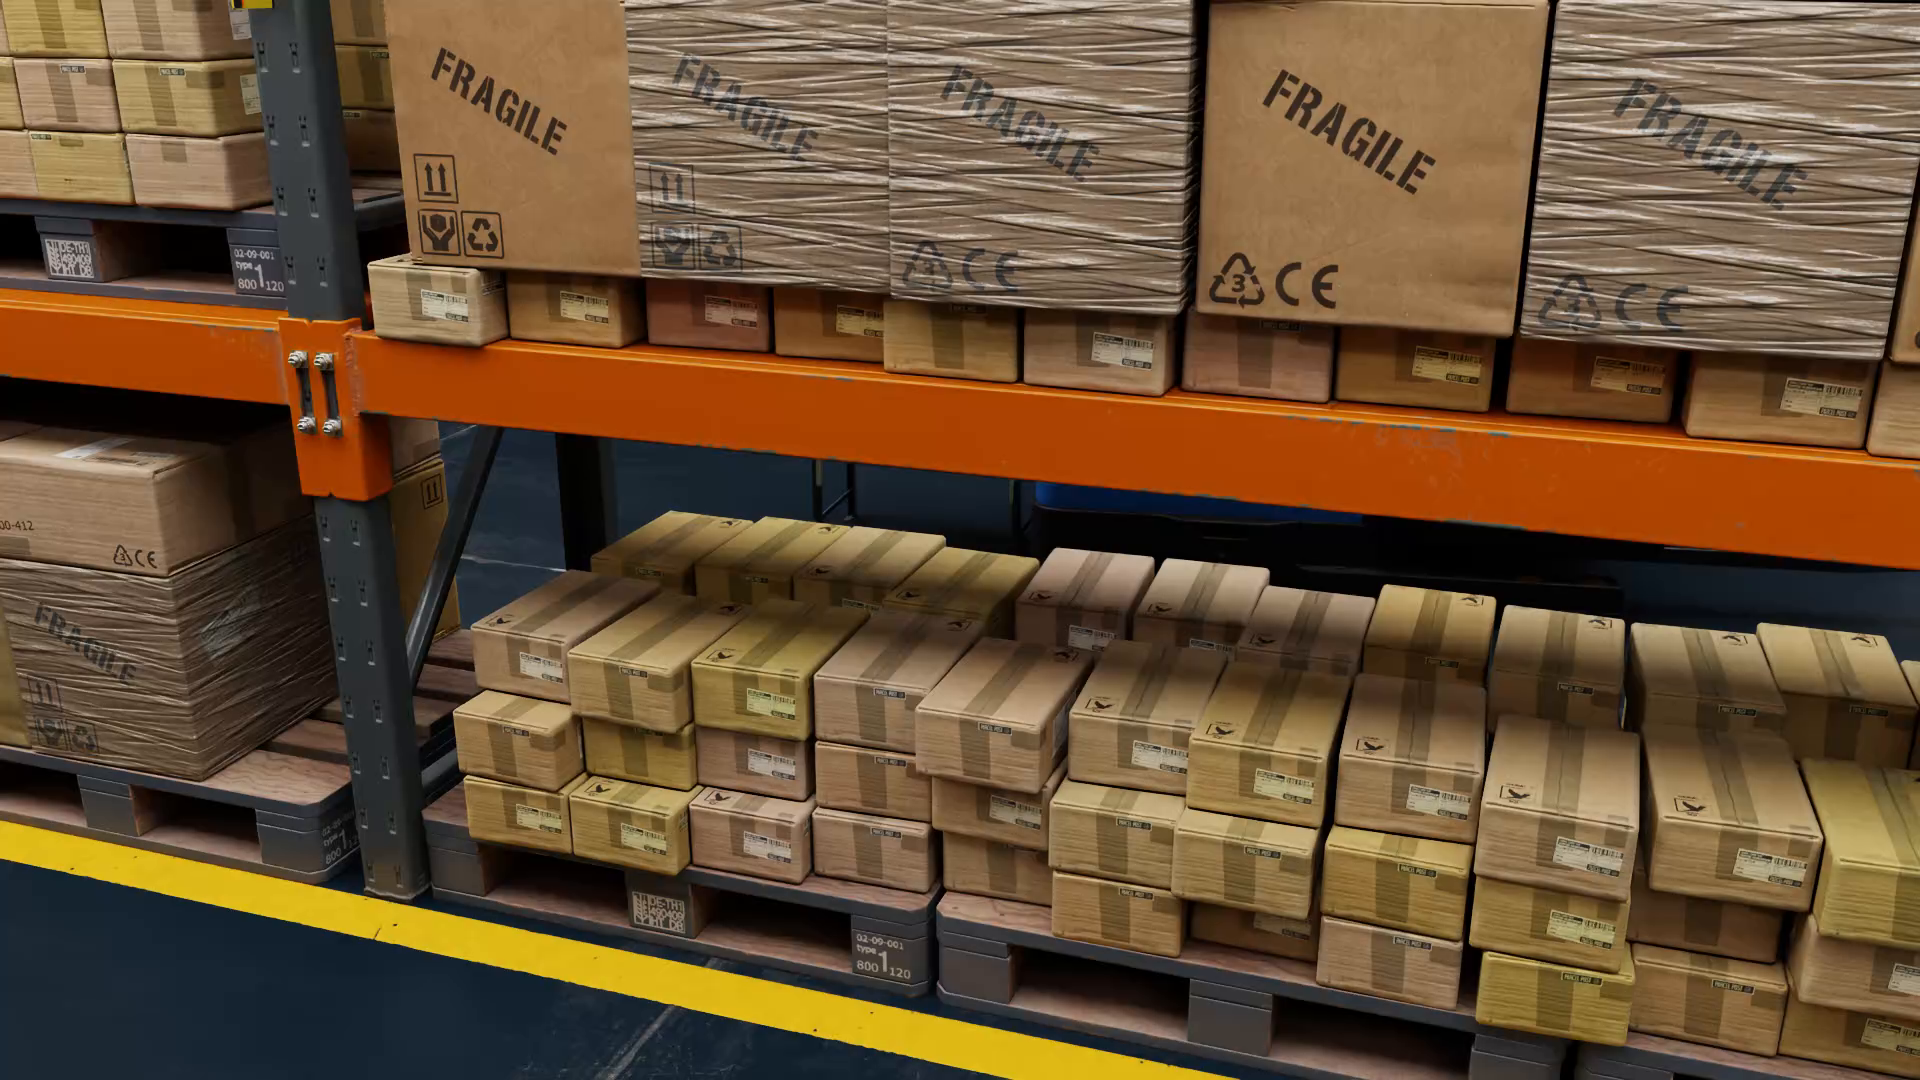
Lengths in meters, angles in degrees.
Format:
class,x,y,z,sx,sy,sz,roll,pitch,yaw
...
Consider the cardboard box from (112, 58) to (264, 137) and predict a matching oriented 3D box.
class,x,y,z,sx,sy,sz,roll,pitch,yaw
cardboard box,-1.566,-0.962,3.570,0.250,0.149,0.380,7,20,20

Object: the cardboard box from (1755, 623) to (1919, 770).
class,x,y,z,sx,sy,sz,roll,pitch,yaw
cardboard box,1.774,0.317,3.398,0.250,0.149,0.380,6,20,18

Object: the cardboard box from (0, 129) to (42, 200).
class,x,y,z,sx,sy,sz,roll,pitch,yaw
cardboard box,-2.046,-0.876,3.777,0.250,0.149,0.380,6,20,18

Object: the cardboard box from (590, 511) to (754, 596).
class,x,y,z,sx,sy,sz,roll,pitch,yaw
cardboard box,-0.704,0.064,4.124,0.250,0.149,0.380,7,20,20

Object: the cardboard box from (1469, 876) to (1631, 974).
class,x,y,z,sx,sy,sz,roll,pitch,yaw
cardboard box,1.076,0.604,3.029,0.250,0.149,0.380,7,20,19

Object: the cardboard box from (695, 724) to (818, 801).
class,x,y,z,sx,sy,sz,roll,pitch,yaw
cardboard box,-0.377,0.401,3.611,0.250,0.149,0.380,6,20,18

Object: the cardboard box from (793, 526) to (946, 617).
class,x,y,z,sx,sy,sz,roll,pitch,yaw
cardboard box,-0.212,0.104,4.009,0.250,0.149,0.380,6,20,18

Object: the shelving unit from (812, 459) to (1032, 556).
class,x,y,z,sx,sy,sz,roll,pitch,yaw
shelving unit,-0.108,-0.707,5.825,0.755,1.500,0.431,5,20,15

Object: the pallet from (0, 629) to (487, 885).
class,x,y,z,sx,sy,sz,roll,pitch,yaw
pallet,-1.861,0.473,4.398,1.213,0.211,1.003,7,20,18

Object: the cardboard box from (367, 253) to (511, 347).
class,x,y,z,sx,sy,sz,roll,pitch,yaw
cardboard box,-0.965,-0.509,3.361,0.250,0.149,0.380,7,21,20

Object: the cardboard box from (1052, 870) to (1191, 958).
class,x,y,z,sx,sy,sz,roll,pitch,yaw
cardboard box,0.352,0.655,3.334,0.250,0.149,0.380,6,20,17

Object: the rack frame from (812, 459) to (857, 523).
class,x,y,z,sx,sy,sz,roll,pitch,yaw
rack frame,-0.460,-0.739,5.919,0.023,1.500,0.400,5,20,15

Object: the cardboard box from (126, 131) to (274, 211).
class,x,y,z,sx,sy,sz,roll,pitch,yaw
cardboard box,-1.565,-0.821,3.618,0.250,0.149,0.380,6,20,17

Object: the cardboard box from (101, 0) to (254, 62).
class,x,y,z,sx,sy,sz,roll,pitch,yaw
cardboard box,-1.568,-1.103,3.524,0.250,0.149,0.380,8,21,21

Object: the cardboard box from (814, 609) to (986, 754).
class,x,y,z,sx,sy,sz,roll,pitch,yaw
cardboard box,-0.118,0.290,3.477,0.250,0.149,0.380,6,20,17

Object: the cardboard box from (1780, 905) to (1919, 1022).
class,x,y,z,sx,sy,sz,roll,pitch,yaw
cardboard box,1.570,0.656,2.880,0.250,0.149,0.380,6,20,16

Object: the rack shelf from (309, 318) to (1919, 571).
class,x,y,z,sx,sy,sz,roll,pitch,yaw
rack shelf,0.764,-0.204,3.198,4.000,0.370,1.077,7,20,18

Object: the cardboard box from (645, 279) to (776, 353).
class,x,y,z,sx,sy,sz,roll,pitch,yaw
cardboard box,-0.428,-0.492,3.312,0.250,0.149,0.380,6,20,16

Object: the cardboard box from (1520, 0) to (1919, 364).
class,x,y,z,sx,sy,sz,roll,pitch,yaw
cardboard box,1.177,-0.593,2.617,0.500,0.500,0.500,7,20,18

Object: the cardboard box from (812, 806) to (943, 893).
class,x,y,z,sx,sy,sz,roll,pitch,yaw
cardboard box,-0.127,0.578,3.553,0.250,0.149,0.380,6,20,17

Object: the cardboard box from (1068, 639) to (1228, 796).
class,x,y,z,sx,sy,sz,roll,pitch,yaw
cardboard box,0.380,0.346,3.314,0.250,0.149,0.380,6,20,16

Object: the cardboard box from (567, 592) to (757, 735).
class,x,y,z,sx,sy,sz,roll,pitch,yaw
cardboard box,-0.627,0.257,3.572,0.250,0.149,0.380,8,21,21

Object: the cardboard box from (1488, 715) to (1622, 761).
class,x,y,z,sx,sy,sz,roll,pitch,yaw
cardboard box,1.254,0.436,3.508,0.250,0.149,0.380,6,20,15

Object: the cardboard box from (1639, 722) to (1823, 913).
class,x,y,z,sx,sy,sz,roll,pitch,yaw
cardboard box,1.341,0.479,2.933,0.250,0.149,0.380,6,20,16

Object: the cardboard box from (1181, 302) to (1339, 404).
class,x,y,z,sx,sy,sz,roll,pitch,yaw
cardboard box,0.563,-0.367,2.955,0.250,0.149,0.380,7,21,20

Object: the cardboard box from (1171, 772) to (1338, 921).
class,x,y,z,sx,sy,sz,roll,pitch,yaw
cardboard box,0.571,0.549,3.185,0.250,0.149,0.380,7,20,19

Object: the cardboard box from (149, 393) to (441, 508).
class,x,y,z,sx,sy,sz,roll,pitch,yaw
cardboard box,-1.737,-0.294,4.383,0.500,0.250,0.500,6,20,16

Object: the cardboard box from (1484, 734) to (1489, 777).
class,x,y,z,sx,sy,sz,roll,pitch,yaw
cardboard box,1.068,0.523,3.713,0.250,0.149,0.380,6,20,15

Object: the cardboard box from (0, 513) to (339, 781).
class,x,y,z,sx,sy,sz,roll,pitch,yaw
cardboard box,-1.907,0.220,4.046,0.500,0.500,0.500,6,20,17

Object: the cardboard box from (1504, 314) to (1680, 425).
class,x,y,z,sx,sy,sz,roll,pitch,yaw
cardboard box,1.065,-0.323,2.828,0.250,0.149,0.380,6,20,16

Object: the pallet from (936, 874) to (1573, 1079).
class,x,y,z,sx,sy,sz,roll,pitch,yaw
pallet,0.677,0.749,3.605,1.213,0.211,1.003,7,20,18

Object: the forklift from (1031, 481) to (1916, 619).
class,x,y,z,sx,sy,sz,roll,pitch,yaw
forklift,1.802,-1.282,5.302,3.031,2.935,1.130,3,19,9

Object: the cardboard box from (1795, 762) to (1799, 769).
class,x,y,z,sx,sy,sz,roll,pitch,yaw
cardboard box,1.742,0.497,3.335,0.250,0.149,0.380,7,20,19

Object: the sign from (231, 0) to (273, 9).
class,x,y,z,sx,sy,sz,roll,pitch,yaw
sign,-1.304,-1.134,3.013,0.005,0.325,0.100,7,20,18

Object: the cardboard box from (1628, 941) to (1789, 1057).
class,x,y,z,sx,sy,sz,roll,pitch,yaw
cardboard box,1.353,0.754,3.050,0.250,0.149,0.380,7,20,19

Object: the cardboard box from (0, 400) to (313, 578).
class,x,y,z,sx,sy,sz,roll,pitch,yaw
cardboard box,-1.912,-0.134,3.924,0.500,0.250,0.500,6,20,17

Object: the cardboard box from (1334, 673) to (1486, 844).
class,x,y,z,sx,sy,sz,roll,pitch,yaw
cardboard box,0.857,0.405,3.147,0.250,0.149,0.380,6,20,16

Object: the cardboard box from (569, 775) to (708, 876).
class,x,y,z,sx,sy,sz,roll,pitch,yaw
cardboard box,-0.635,0.556,3.618,0.250,0.149,0.380,7,20,20

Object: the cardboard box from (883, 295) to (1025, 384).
class,x,y,z,sx,sy,sz,roll,pitch,yaw
cardboard box,0.044,-0.413,3.086,0.250,0.149,0.380,7,20,19

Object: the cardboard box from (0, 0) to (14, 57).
class,x,y,z,sx,sy,sz,roll,pitch,yaw
cardboard box,-2.066,-1.161,3.688,0.250,0.149,0.380,6,20,16

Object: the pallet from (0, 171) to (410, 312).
class,x,y,z,sx,sy,sz,roll,pitch,yaw
pallet,-1.799,-0.797,4.098,1.213,0.211,1.003,7,20,18

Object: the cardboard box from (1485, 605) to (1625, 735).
class,x,y,z,sx,sy,sz,roll,pitch,yaw
cardboard box,1.254,0.283,3.495,0.250,0.149,0.380,7,21,20

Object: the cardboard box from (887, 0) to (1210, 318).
class,x,y,z,sx,sy,sz,roll,pitch,yaw
cardboard box,0.194,-0.699,2.921,0.500,0.500,0.500,6,20,17

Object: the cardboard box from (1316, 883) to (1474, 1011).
class,x,y,z,sx,sy,sz,roll,pitch,yaw
cardboard box,0.839,0.710,3.176,0.250,0.149,0.380,7,20,19

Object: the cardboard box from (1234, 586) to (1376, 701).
class,x,y,z,sx,sy,sz,roll,pitch,yaw
cardboard box,0.751,0.243,3.610,0.250,0.149,0.380,7,20,18

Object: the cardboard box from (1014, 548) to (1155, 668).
class,x,y,z,sx,sy,sz,roll,pitch,yaw
cardboard box,0.294,0.157,3.857,0.250,0.149,0.380,6,20,15

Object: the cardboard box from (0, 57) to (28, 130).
class,x,y,z,sx,sy,sz,roll,pitch,yaw
cardboard box,-2.049,-1.018,3.730,0.250,0.149,0.380,7,21,20

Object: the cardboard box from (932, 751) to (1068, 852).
class,x,y,z,sx,sy,sz,roll,pitch,yaw
cardboard box,0.129,0.468,3.419,0.250,0.149,0.380,8,21,21

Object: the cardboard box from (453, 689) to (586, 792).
class,x,y,z,sx,sy,sz,roll,pitch,yaw
cardboard box,-0.888,0.386,3.653,0.250,0.149,0.380,8,21,21

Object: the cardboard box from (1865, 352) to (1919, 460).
class,x,y,z,sx,sy,sz,roll,pitch,yaw
cardboard box,1.539,-0.238,2.583,0.250,0.149,0.380,7,20,20

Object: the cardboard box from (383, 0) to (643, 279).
class,x,y,z,sx,sy,sz,roll,pitch,yaw
cardboard box,-0.740,-0.816,3.256,0.500,0.500,0.500,6,20,17
